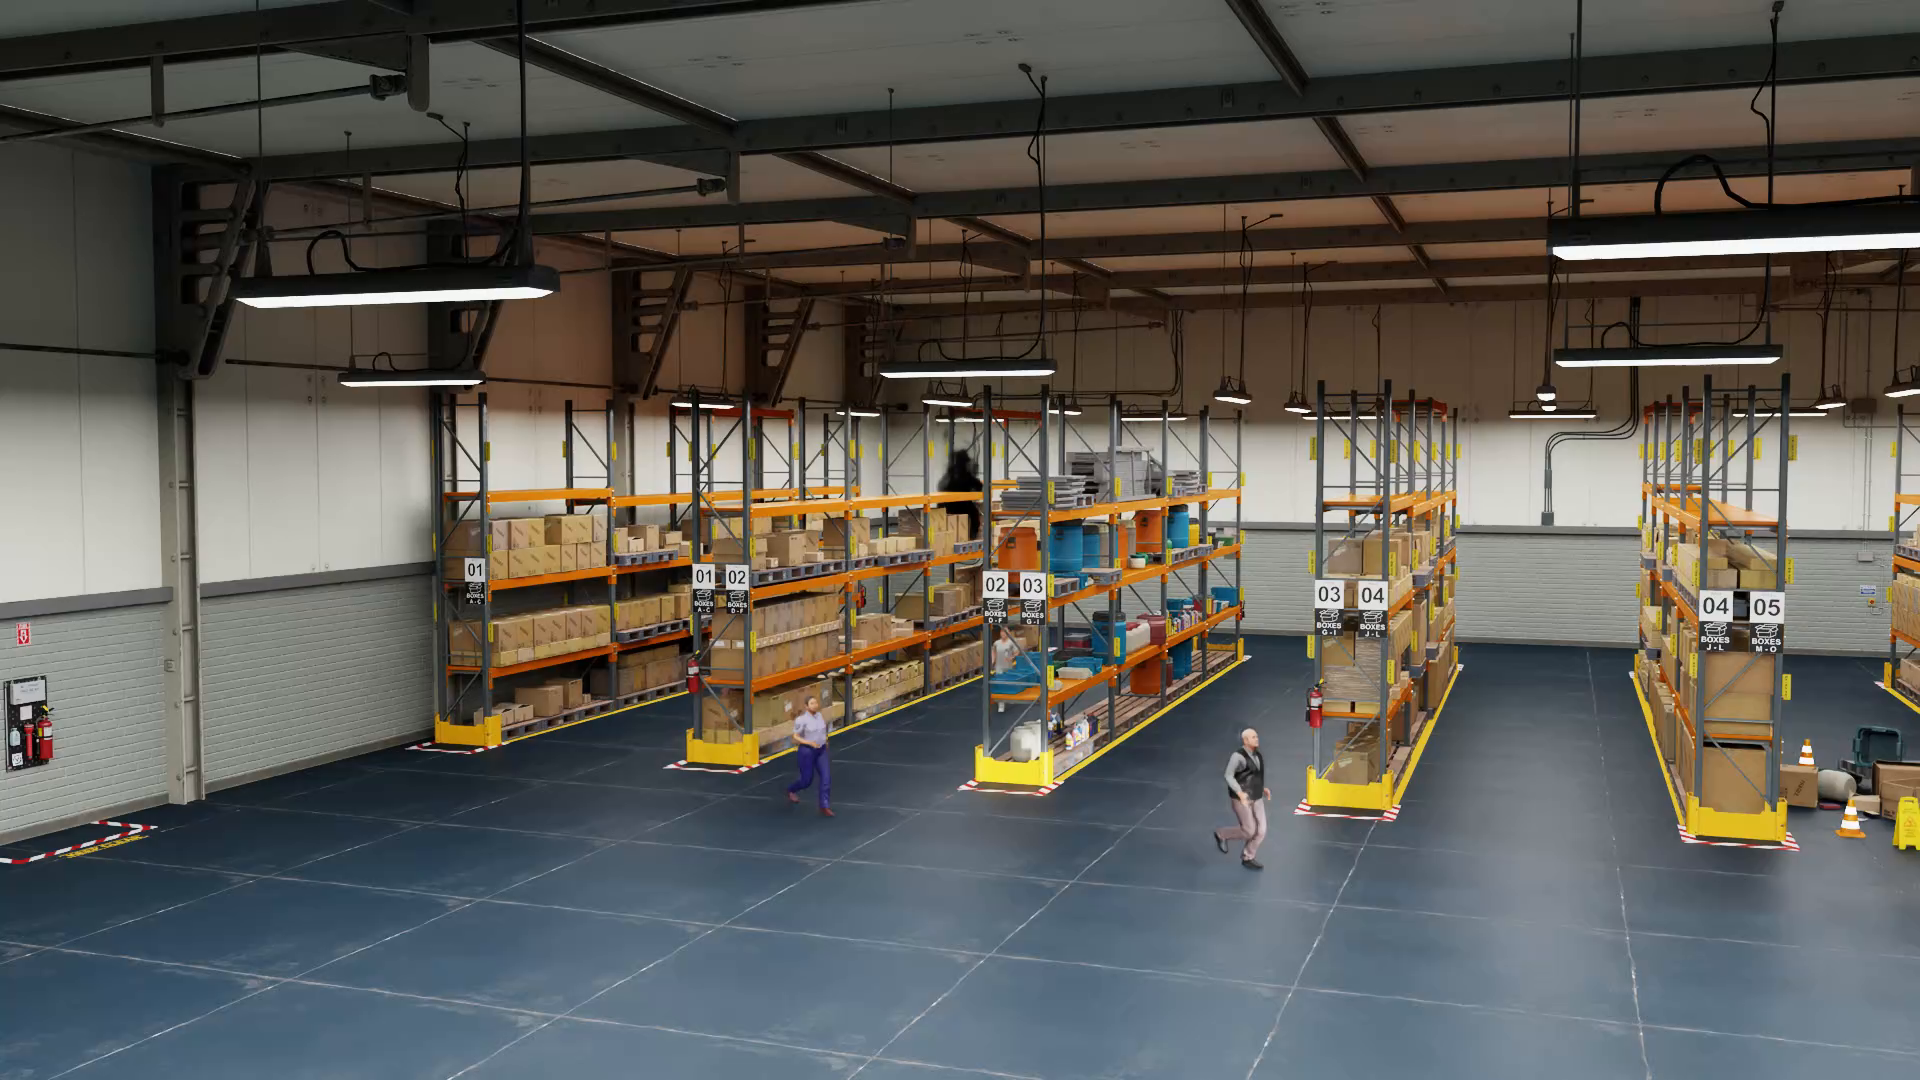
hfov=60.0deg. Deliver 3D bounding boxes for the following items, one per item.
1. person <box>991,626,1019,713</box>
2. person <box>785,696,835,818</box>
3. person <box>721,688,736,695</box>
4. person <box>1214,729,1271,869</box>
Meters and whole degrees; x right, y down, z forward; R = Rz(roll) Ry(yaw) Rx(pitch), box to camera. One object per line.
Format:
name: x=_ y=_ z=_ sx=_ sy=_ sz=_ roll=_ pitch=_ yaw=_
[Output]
person: x=0.848 y=2.476 z=32.046 sx=0.575 sy=1.635 sz=0.802 roll=1 pitch=3 yaw=13
person: x=-2.053 y=2.977 z=23.009 sx=0.619 sy=1.638 sz=0.912 roll=-3 pitch=4 yaw=-43
person: x=-4.139 y=2.581 z=30.176 sx=0.580 sy=1.619 sz=0.609 roll=1 pitch=3 yaw=18
person: x=3.406 y=3.104 z=20.081 sx=0.650 sy=1.673 sz=0.636 roll=-3 pitch=4 yaw=-42
